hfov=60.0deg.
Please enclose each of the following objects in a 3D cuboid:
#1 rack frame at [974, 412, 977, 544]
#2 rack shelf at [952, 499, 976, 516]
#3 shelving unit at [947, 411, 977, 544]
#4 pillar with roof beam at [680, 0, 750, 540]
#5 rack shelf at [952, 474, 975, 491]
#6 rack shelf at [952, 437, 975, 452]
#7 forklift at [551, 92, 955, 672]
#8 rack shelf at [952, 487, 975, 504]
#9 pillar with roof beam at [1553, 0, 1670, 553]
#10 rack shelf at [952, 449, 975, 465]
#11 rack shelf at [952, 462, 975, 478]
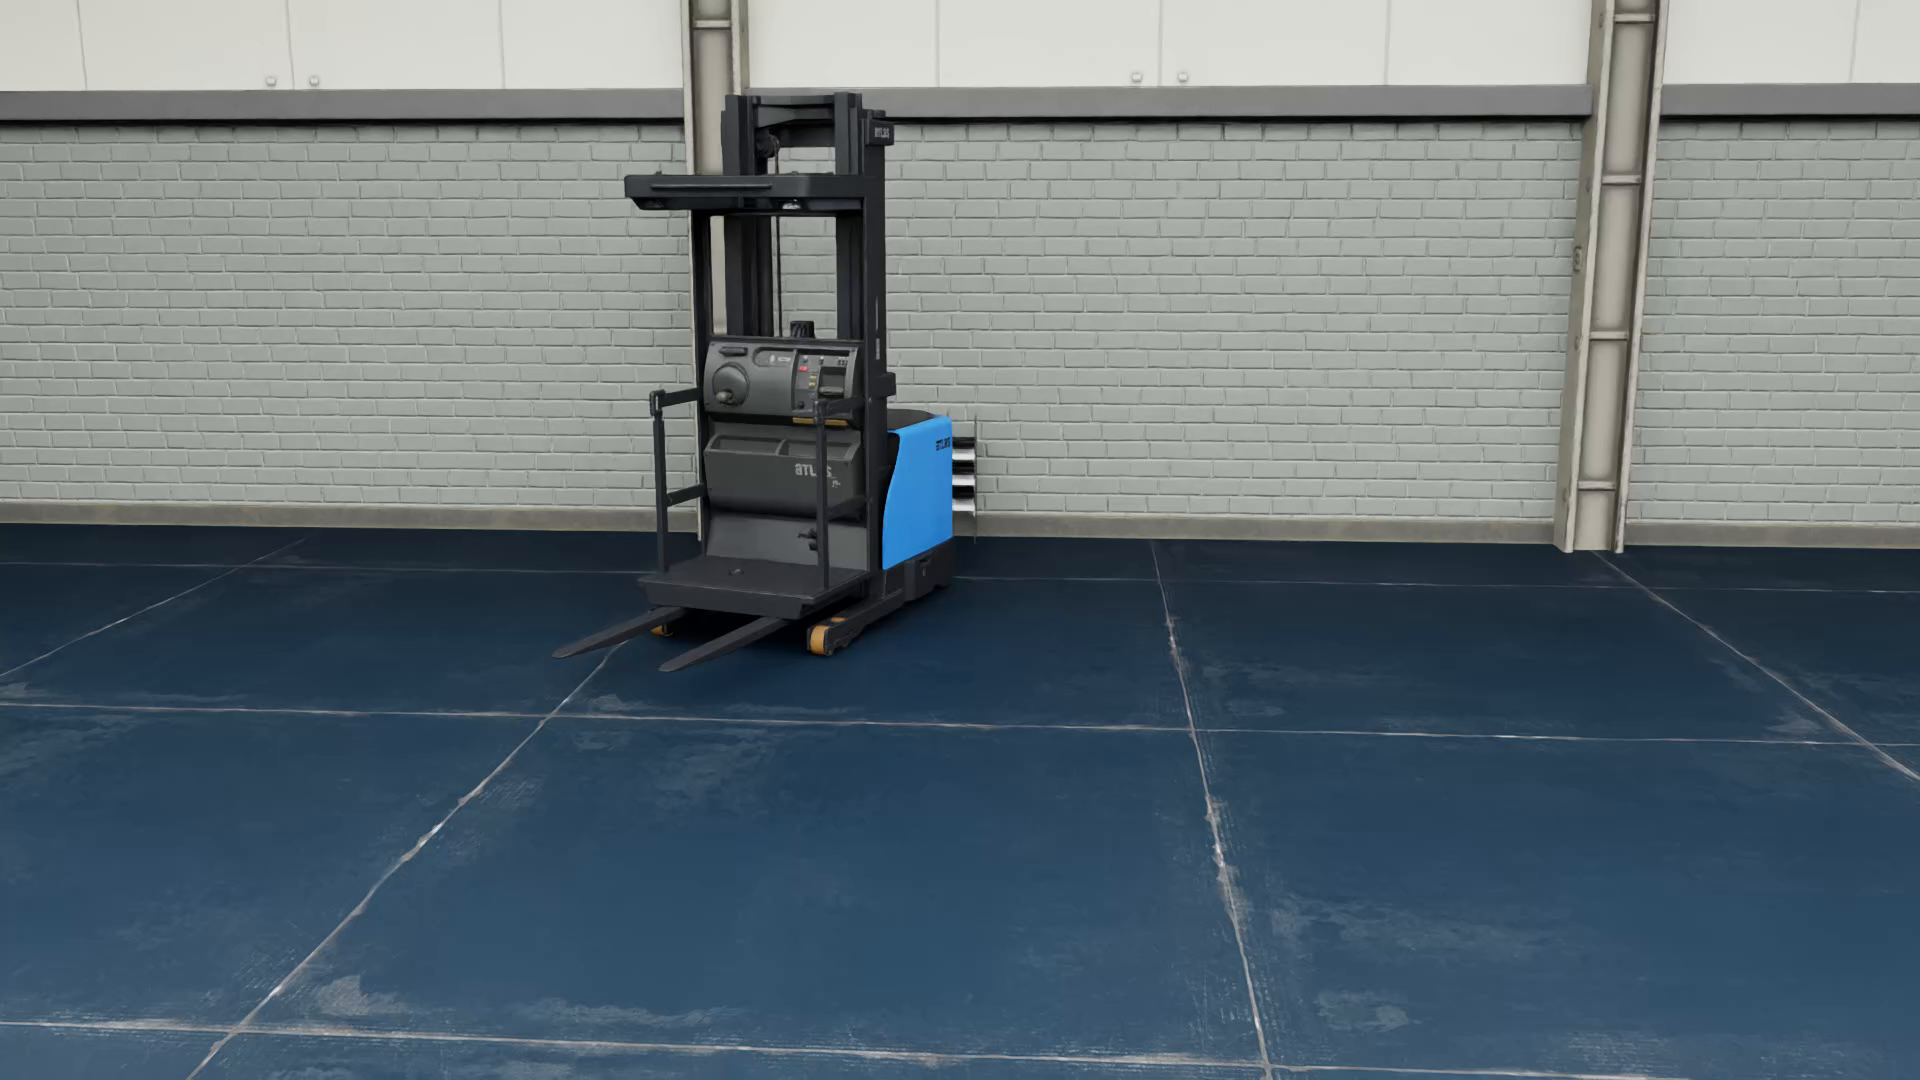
[{"bbox_3d":[0.110,-0.438,11.659,0.006,0.900,0.240,1,12,3],"label":"rack frame"},{"bbox_3d":[0.009,-0.230,11.710,0.200,0.077,0.258,1,12,3],"label":"rack shelf"},{"bbox_3d":[0.009,-0.439,11.665,0.210,0.900,0.258,1,12,3],"label":"shelving unit"},{"bbox_3d":[-1.935,-3.552,6.771,0.400,9.000,9.100,1,12,4],"label":"pillar with roof beam"},{"bbox_3d":[0.009,-0.406,11.672,0.200,0.077,0.258,1,12,3],"label":"rack shelf"},{"bbox_3d":[0.009,-0.670,11.616,0.200,0.077,0.258,1,12,3],"label":"rack shelf"},{"bbox_3d":[-1.073,-0.916,8.989,1.130,2.935,3.031,5,13,22],"label":"forklift"},{"bbox_3d":[0.009,-0.318,11.691,0.200,0.077,0.258,1,12,3],"label":"rack shelf"},{"bbox_3d":[4.052,-3.470,6.378,0.400,9.000,9.100,1,12,4],"label":"pillar with roof beam"},{"bbox_3d":[0.009,-0.582,11.635,0.200,0.077,0.258,1,12,3],"label":"rack shelf"},{"bbox_3d":[0.009,-0.494,11.653,0.200,0.077,0.258,1,12,3],"label":"rack shelf"}]
